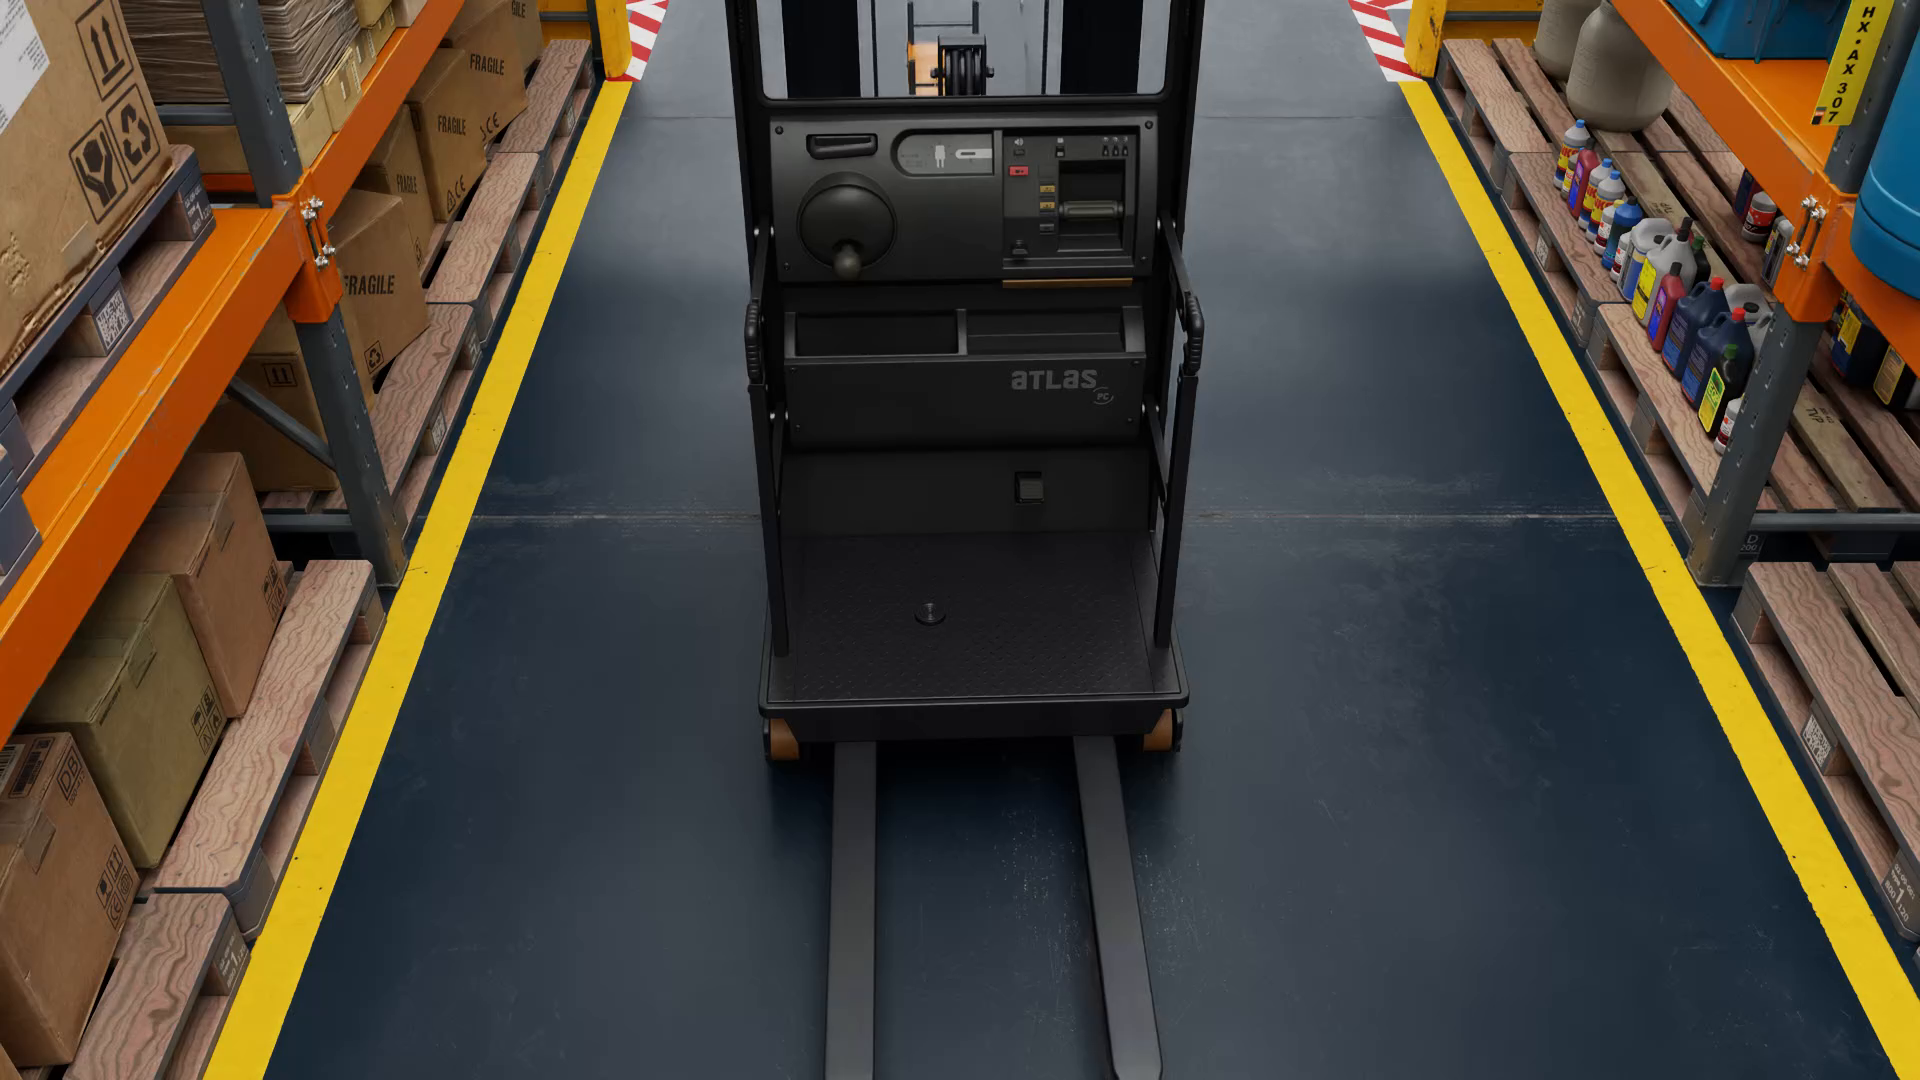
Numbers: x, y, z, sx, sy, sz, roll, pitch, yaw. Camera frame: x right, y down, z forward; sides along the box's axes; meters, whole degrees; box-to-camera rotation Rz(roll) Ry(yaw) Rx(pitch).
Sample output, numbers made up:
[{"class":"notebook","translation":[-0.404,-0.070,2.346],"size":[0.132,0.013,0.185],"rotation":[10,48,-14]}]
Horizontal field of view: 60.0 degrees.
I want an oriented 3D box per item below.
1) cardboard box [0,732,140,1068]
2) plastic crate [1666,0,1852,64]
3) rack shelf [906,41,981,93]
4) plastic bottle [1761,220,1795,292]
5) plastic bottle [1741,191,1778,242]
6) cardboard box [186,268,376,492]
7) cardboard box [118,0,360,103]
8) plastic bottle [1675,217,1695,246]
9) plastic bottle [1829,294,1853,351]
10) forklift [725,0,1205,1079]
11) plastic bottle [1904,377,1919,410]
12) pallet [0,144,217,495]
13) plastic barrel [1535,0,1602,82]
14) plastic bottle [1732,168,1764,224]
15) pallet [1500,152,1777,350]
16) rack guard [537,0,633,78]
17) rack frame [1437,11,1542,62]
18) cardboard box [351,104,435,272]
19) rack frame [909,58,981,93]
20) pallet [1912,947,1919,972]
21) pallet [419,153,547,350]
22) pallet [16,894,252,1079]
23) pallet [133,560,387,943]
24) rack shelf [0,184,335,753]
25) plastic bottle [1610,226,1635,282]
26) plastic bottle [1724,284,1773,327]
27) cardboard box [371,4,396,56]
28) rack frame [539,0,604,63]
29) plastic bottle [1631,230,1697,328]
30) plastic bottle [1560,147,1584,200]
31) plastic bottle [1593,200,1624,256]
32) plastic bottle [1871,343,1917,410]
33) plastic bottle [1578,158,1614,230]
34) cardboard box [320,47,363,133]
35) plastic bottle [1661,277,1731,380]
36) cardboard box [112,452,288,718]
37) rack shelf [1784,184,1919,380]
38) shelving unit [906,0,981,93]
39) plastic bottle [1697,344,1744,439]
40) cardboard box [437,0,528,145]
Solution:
[{"class":"cardboard box","translation":[-2.245,0.779,3.526],"size":[0.700,0.500,0.500],"rotation":[-3,39,-4]},{"class":"plastic crate","translation":[2.473,-1.694,5.084],"size":[0.499,0.251,0.616],"rotation":[0,39,0]},{"class":"rack shelf","translation":[-0.049,-1.498,5.532],"size":[0.258,0.148,0.480],"rotation":[-1,39,-2]},{"class":"plastic bottle","translation":[3.011,-1.042,5.978],"size":[0.152,0.276,0.135],"rotation":[0,39,0]},{"class":"plastic bottle","translation":[3.030,-1.237,6.281],"size":[0.097,0.201,0.097],"rotation":[0,39,0]},{"class":"cardboard box","translation":[-2.167,-0.495,5.133],"size":[0.500,0.500,0.500],"rotation":[-1,39,-1]},{"class":"cardboard box","translation":[-2.145,-1.493,4.397],"size":[0.875,0.500,0.500],"rotation":[0,39,0]},{"class":"plastic bottle","translation":[2.567,-0.999,5.918],"size":[0.061,0.283,0.133],"rotation":[0,39,0]},{"class":"plastic bottle","translation":[3.039,-0.763,5.633],"size":[0.097,0.271,0.097],"rotation":[0,39,0]},{"class":"forklift","translation":[0.021,-0.753,3.846],"size":[1.130,2.935,3.031],"rotation":[-1,39,-2]},{"class":"plastic bottle","translation":[3.156,-0.571,5.390],"size":[0.152,0.276,0.135],"rotation":[1,39,2]},{"class":"pallet","translation":[-2.351,-0.504,3.633],"size":[1.003,0.211,1.213],"rotation":[0,39,0]},{"class":"plastic barrel","translation":[2.819,-2.343,7.429],"size":[0.421,0.512,0.421],"rotation":[0,39,0]},{"class":"plastic bottle","translation":[3.048,-1.367,6.378],"size":[0.061,0.283,0.133],"rotation":[0,39,0]},{"class":"pallet","translation":[2.783,-1.157,6.525],"size":[1.003,0.211,1.213],"rotation":[0,39,0]},{"class":"rack guard","translation":[-2.211,-2.535,8.014],"size":[1.175,0.500,0.348],"rotation":[0,39,0]},{"class":"rack frame","translation":[2.742,-3.562,7.296],"size":[1.000,3.000,0.127],"rotation":[0,39,0]},{"class":"cardboard box","translation":[-2.255,-1.242,6.064],"size":[0.500,0.500,0.500],"rotation":[-3,39,-4]},{"class":"rack frame","translation":[-0.040,-1.039,5.587],"size":[0.240,1.200,0.015],"rotation":[-1,39,-2]},{"class":"pallet","translation":[2.790,1.284,3.479],"size":[1.003,0.211,1.213],"rotation":[0,39,0]},{"class":"pallet","translation":[-2.247,-1.153,6.521],"size":[1.003,0.211,1.213],"rotation":[0,39,0]},{"class":"pallet","translation":[-2.200,1.283,3.480],"size":[1.003,0.211,1.213],"rotation":[0,39,0]},{"class":"pallet","translation":[-2.204,0.518,4.435],"size":[1.003,0.211,1.213],"rotation":[0,39,0]},{"class":"rack shelf","translation":[-2.205,0.475,2.834],"size":[1.077,0.370,4.000],"rotation":[0,39,0]},{"class":"plastic bottle","translation":[2.433,-1.040,6.035],"size":[0.097,0.201,0.097],"rotation":[0,39,0]},{"class":"plastic bottle","translation":[2.605,-0.708,5.560],"size":[0.152,0.276,0.135],"rotation":[0,39,0]},{"class":"cardboard box","translation":[-1.931,-1.562,5.002],"size":[0.380,0.149,0.250],"rotation":[0,39,0]},{"class":"rack frame","translation":[-2.211,-3.558,7.291],"size":[1.000,3.000,0.127],"rotation":[0,39,0]},{"class":"plastic bottle","translation":[2.457,-0.923,5.769],"size":[0.144,0.351,0.185],"rotation":[0,39,0]},{"class":"plastic bottle","translation":[2.432,-1.443,6.537],"size":[0.097,0.201,0.097],"rotation":[0,39,0]},{"class":"plastic bottle","translation":[2.433,-1.169,6.195],"size":[0.097,0.201,0.097],"rotation":[0,39,0]},{"class":"plastic bottle","translation":[3.050,-0.573,5.387],"size":[0.061,0.283,0.133],"rotation":[0,39,0]},{"class":"plastic bottle","translation":[2.432,-1.320,6.329],"size":[0.097,0.271,0.097],"rotation":[0,39,0]},{"class":"cardboard box","translation":[-1.894,-1.250,4.612],"size":[0.380,0.149,0.250],"rotation":[0,39,0]},{"class":"plastic bottle","translation":[2.457,-0.721,5.517],"size":[0.144,0.351,0.185],"rotation":[-2,39,-2]},{"class":"cardboard box","translation":[-2.228,0.131,4.335],"size":[0.700,0.500,0.500],"rotation":[-3,39,-4]},{"class":"rack shelf","translation":[2.748,0.471,2.839],"size":[1.077,0.370,4.000],"rotation":[0,39,0]},{"class":"shelving unit","translation":[-0.049,-1.192,5.778],"size":[0.258,1.200,0.503],"rotation":[-1,39,-2]},{"class":"plastic bottle","translation":[2.416,-0.473,5.261],"size":[0.061,0.283,0.133],"rotation":[2,39,2]},{"class":"cardboard box","translation":[-2.192,-1.982,6.988],"size":[0.500,0.500,0.500],"rotation":[10,40,12]}]
